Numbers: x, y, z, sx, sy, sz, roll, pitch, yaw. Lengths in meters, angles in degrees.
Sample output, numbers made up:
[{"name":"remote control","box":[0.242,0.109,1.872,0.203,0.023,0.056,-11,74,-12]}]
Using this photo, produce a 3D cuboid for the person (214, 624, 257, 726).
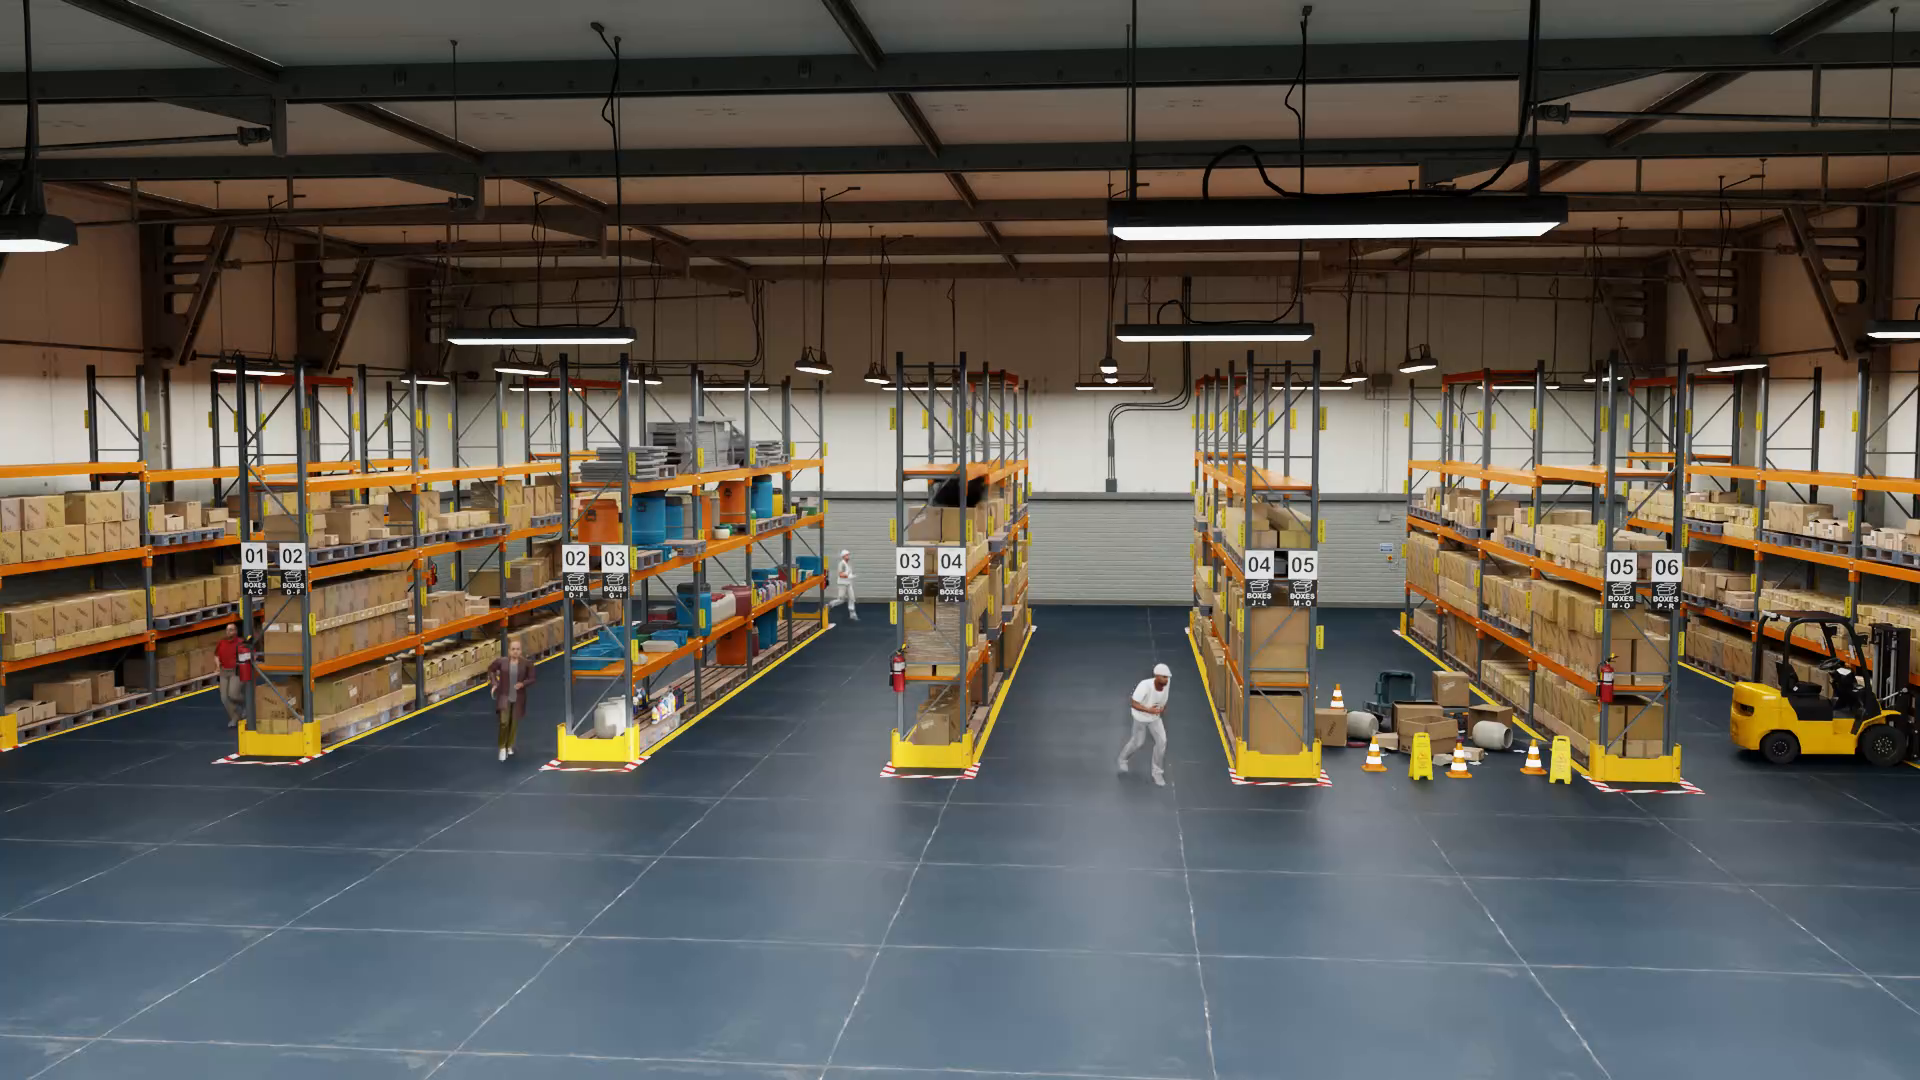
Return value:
[{"name":"person","box":[-11.974,2.222,27.351,0.658,1.686,0.593,0,4,4]}]

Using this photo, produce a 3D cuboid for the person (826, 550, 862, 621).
[{"name":"person","box":[-2.946,1.143,41.761,0.991,1.792,0.669,1,4,17]}]

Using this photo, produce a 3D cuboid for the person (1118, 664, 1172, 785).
[{"name":"person","box":[2.590,2.544,23.235,0.747,1.718,1.045,-3,5,-35]}]

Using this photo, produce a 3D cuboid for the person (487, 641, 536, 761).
[{"name":"person","box":[-6.654,2.390,24.720,0.676,1.780,0.753,-1,4,-20]}]
